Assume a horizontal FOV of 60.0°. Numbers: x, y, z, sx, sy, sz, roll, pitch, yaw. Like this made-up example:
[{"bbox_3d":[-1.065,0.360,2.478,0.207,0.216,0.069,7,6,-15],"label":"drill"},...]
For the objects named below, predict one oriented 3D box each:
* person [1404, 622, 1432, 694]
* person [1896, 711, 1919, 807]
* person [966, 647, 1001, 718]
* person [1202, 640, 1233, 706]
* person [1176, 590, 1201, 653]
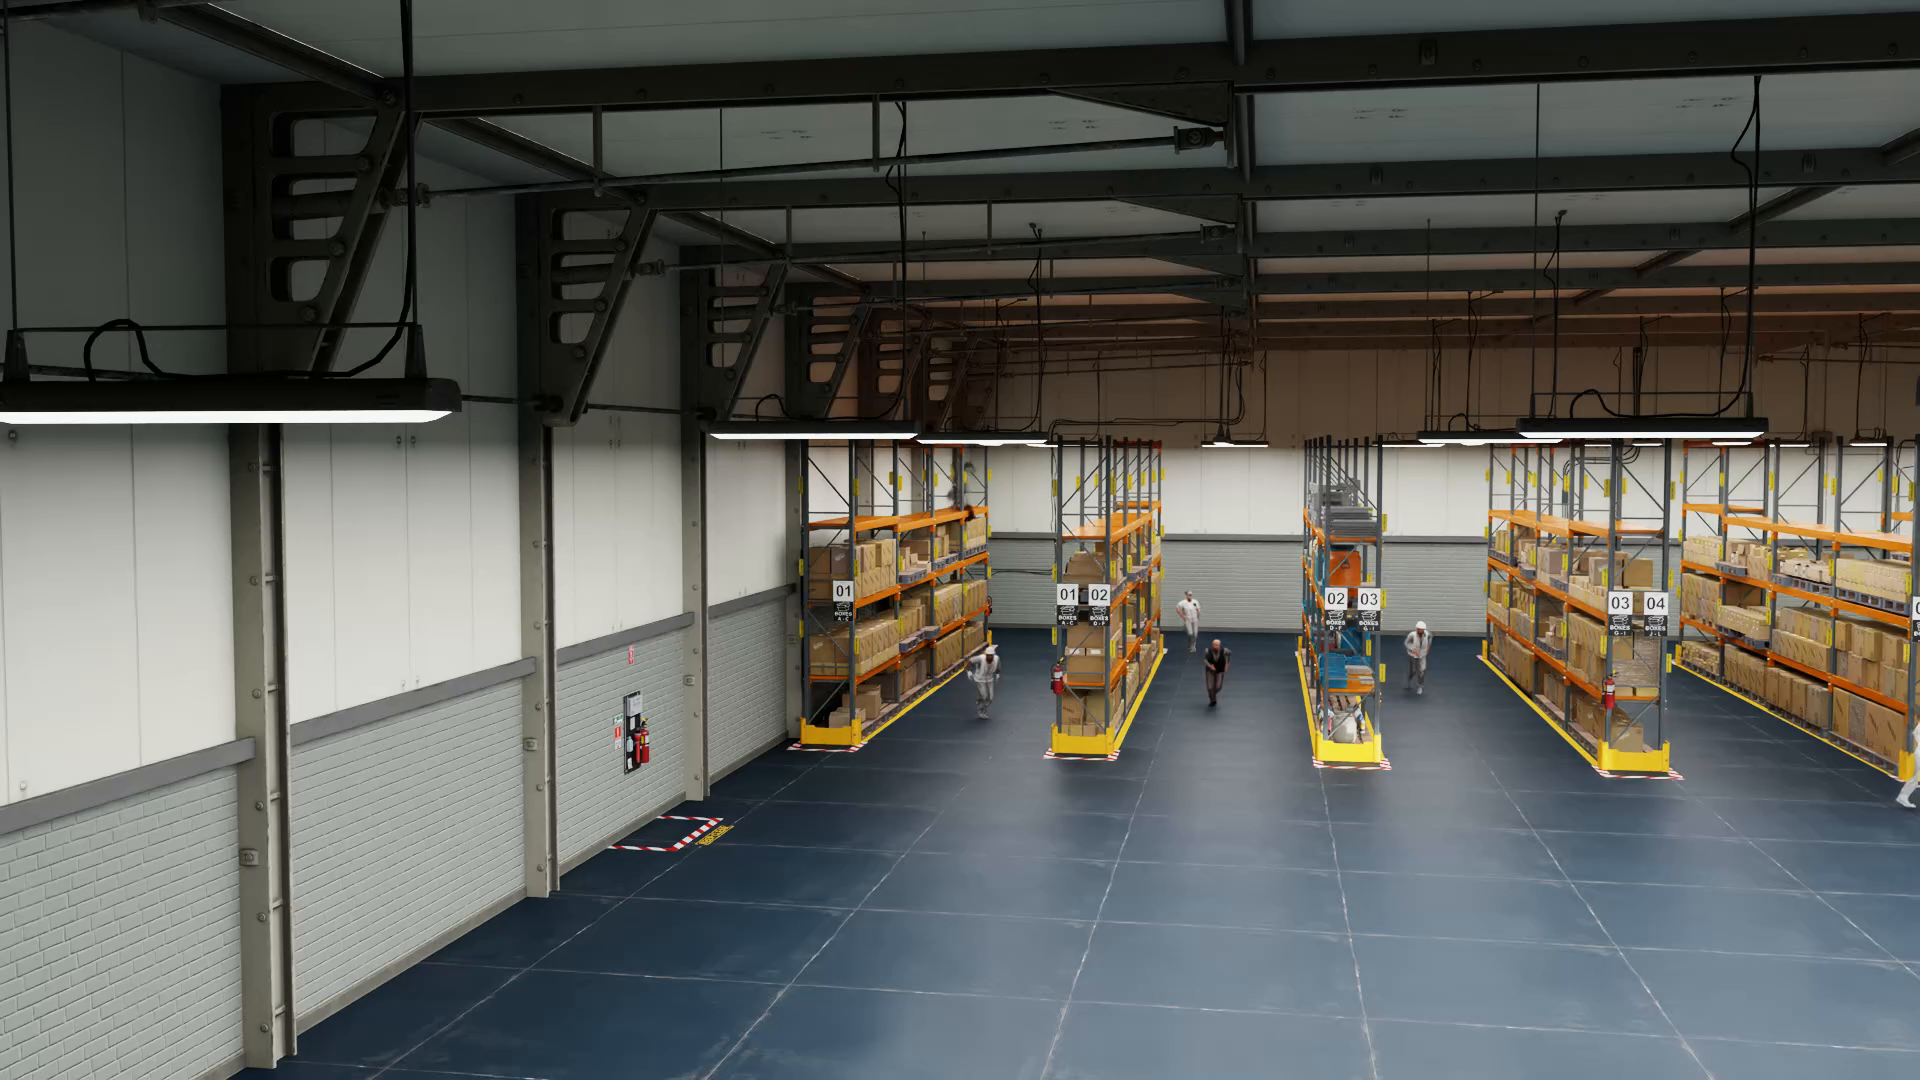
[{"bbox_3d":[10.830,2.763,39.442,0.697,1.729,1.015,0,3,-6],"label":"person"},{"bbox_3d":[15.196,3.468,26.224,0.579,1.758,0.758,-3,4,-43],"label":"person"},{"bbox_3d":[0.513,3.024,35.233,0.715,1.590,0.817,-1,3,-20],"label":"person"},{"bbox_3d":[5.729,2.956,37.009,0.683,1.542,0.808,0,3,3],"label":"person"},{"bbox_3d":[6.507,2.320,47.041,0.660,1.822,0.726,-1,3,-13],"label":"person"}]
